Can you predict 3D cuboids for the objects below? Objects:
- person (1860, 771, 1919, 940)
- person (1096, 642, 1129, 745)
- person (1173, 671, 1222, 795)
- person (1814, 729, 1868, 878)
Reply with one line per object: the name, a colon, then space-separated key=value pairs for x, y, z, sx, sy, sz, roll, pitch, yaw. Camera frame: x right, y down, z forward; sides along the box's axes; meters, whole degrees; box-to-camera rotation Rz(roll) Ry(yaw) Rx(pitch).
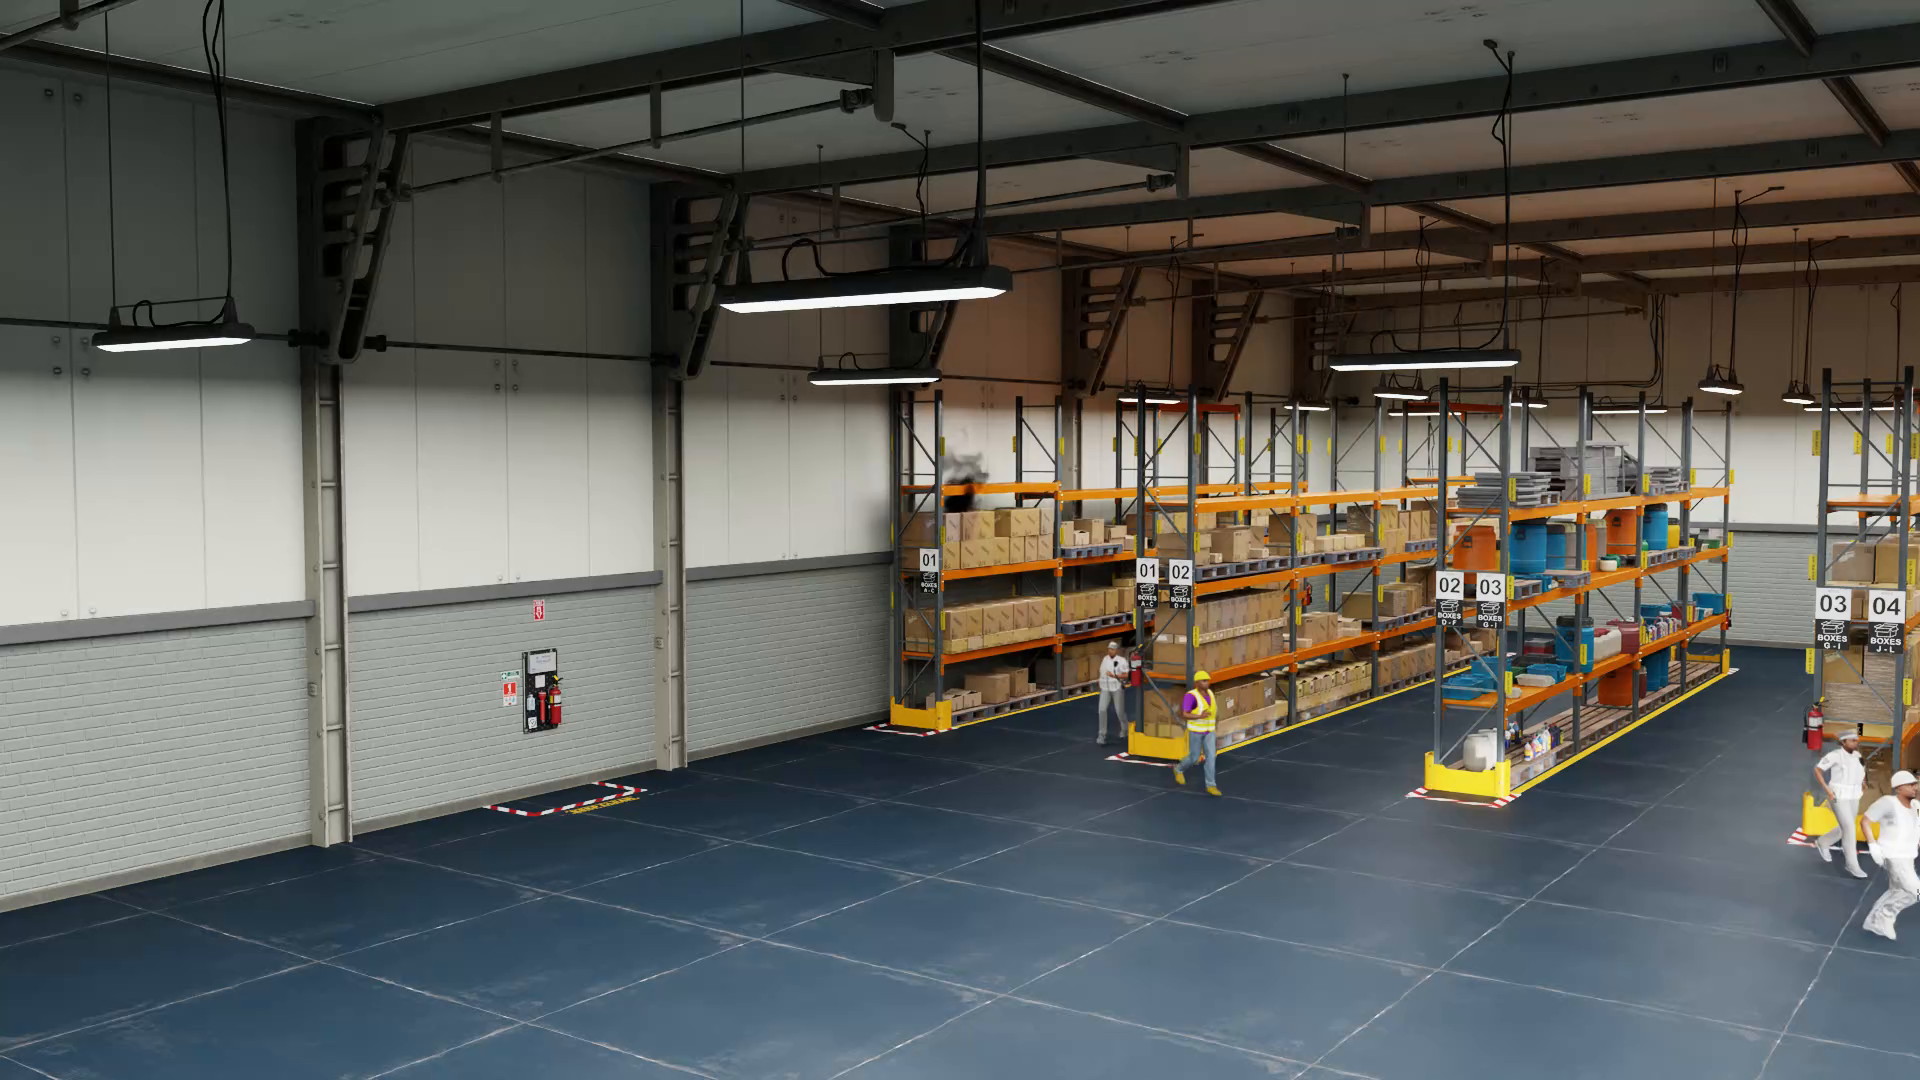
person: x=9.482 y=3.182 z=16.773 sx=0.609 sy=1.721 sz=0.738 roll=-2 pitch=4 yaw=-30
person: x=2.589 y=2.567 z=28.187 sx=0.589 sy=1.690 sz=0.878 roll=2 pitch=4 yaw=27
person: x=3.447 y=2.749 z=23.963 sx=0.702 sy=1.747 sz=0.953 roll=-2 pitch=4 yaw=-32
person: x=10.428 y=3.046 z=19.603 sx=0.601 sy=1.690 sz=0.834 roll=-1 pitch=3 yaw=-19
